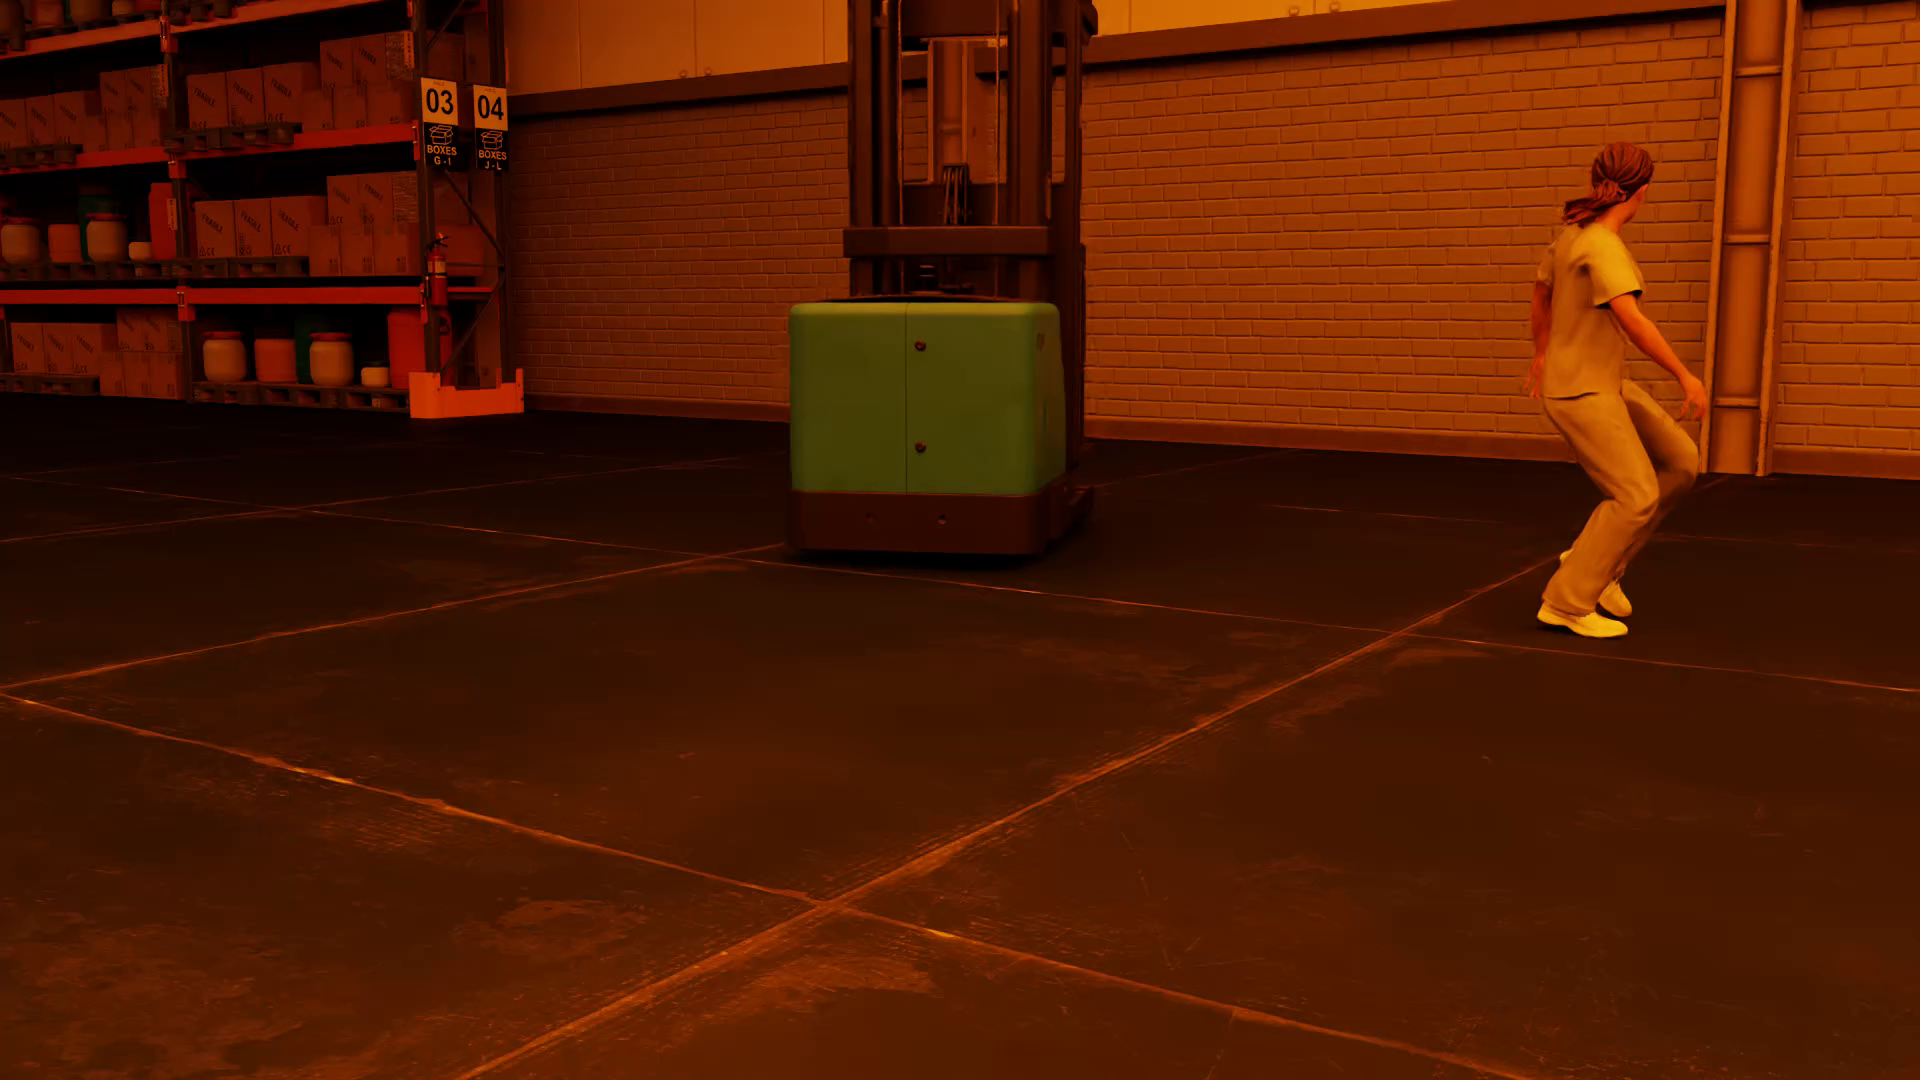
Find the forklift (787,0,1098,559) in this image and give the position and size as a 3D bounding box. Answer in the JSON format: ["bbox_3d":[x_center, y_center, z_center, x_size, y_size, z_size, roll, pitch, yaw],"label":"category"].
[{"bbox_3d":[0.067,-1.540,8.021,1.130,2.935,3.031,2,8,11],"label":"forklift"}]

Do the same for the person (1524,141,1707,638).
[{"bbox_3d":[2.129,-0.492,5.456,0.601,1.587,0.666,4,9,25],"label":"person"}]
